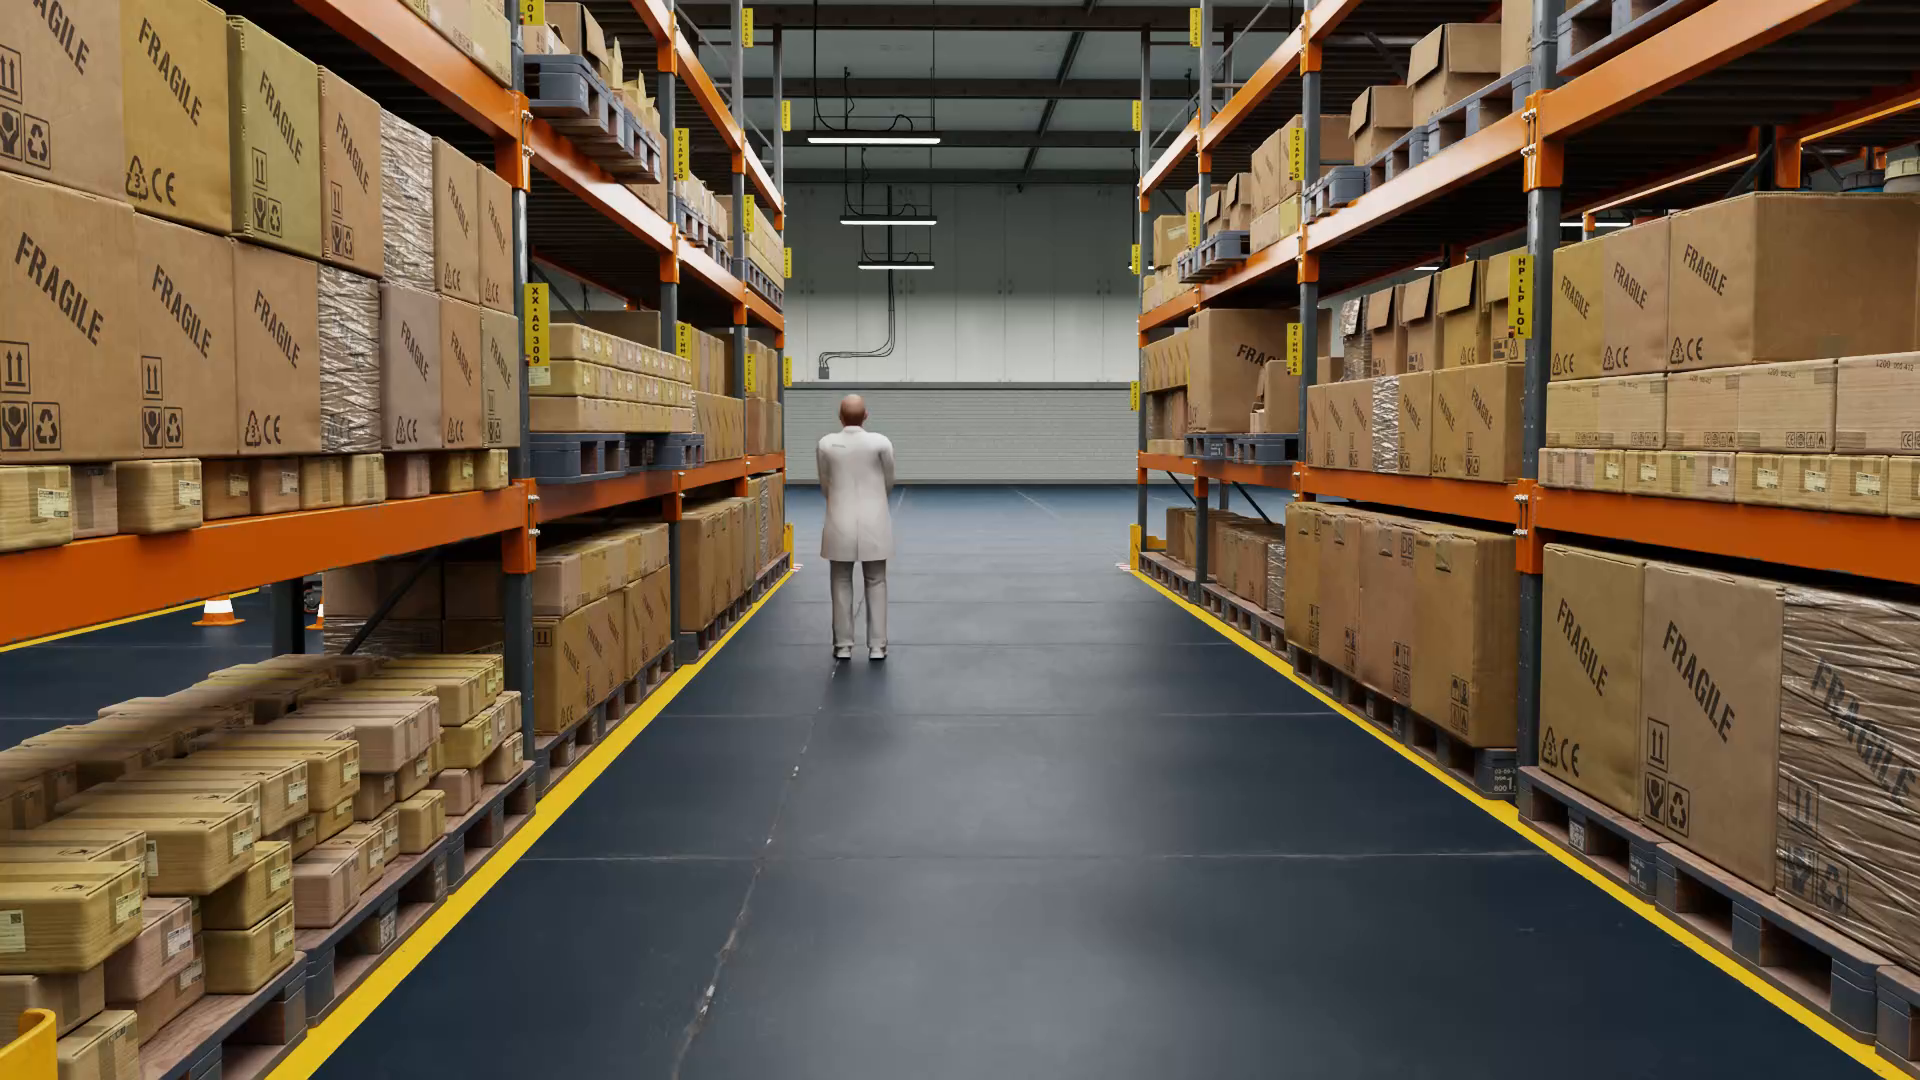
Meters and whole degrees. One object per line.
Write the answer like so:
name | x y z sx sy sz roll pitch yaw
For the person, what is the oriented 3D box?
person | -0.700 -0.096 11.251 0.530 1.769 0.556 0 4 -2
